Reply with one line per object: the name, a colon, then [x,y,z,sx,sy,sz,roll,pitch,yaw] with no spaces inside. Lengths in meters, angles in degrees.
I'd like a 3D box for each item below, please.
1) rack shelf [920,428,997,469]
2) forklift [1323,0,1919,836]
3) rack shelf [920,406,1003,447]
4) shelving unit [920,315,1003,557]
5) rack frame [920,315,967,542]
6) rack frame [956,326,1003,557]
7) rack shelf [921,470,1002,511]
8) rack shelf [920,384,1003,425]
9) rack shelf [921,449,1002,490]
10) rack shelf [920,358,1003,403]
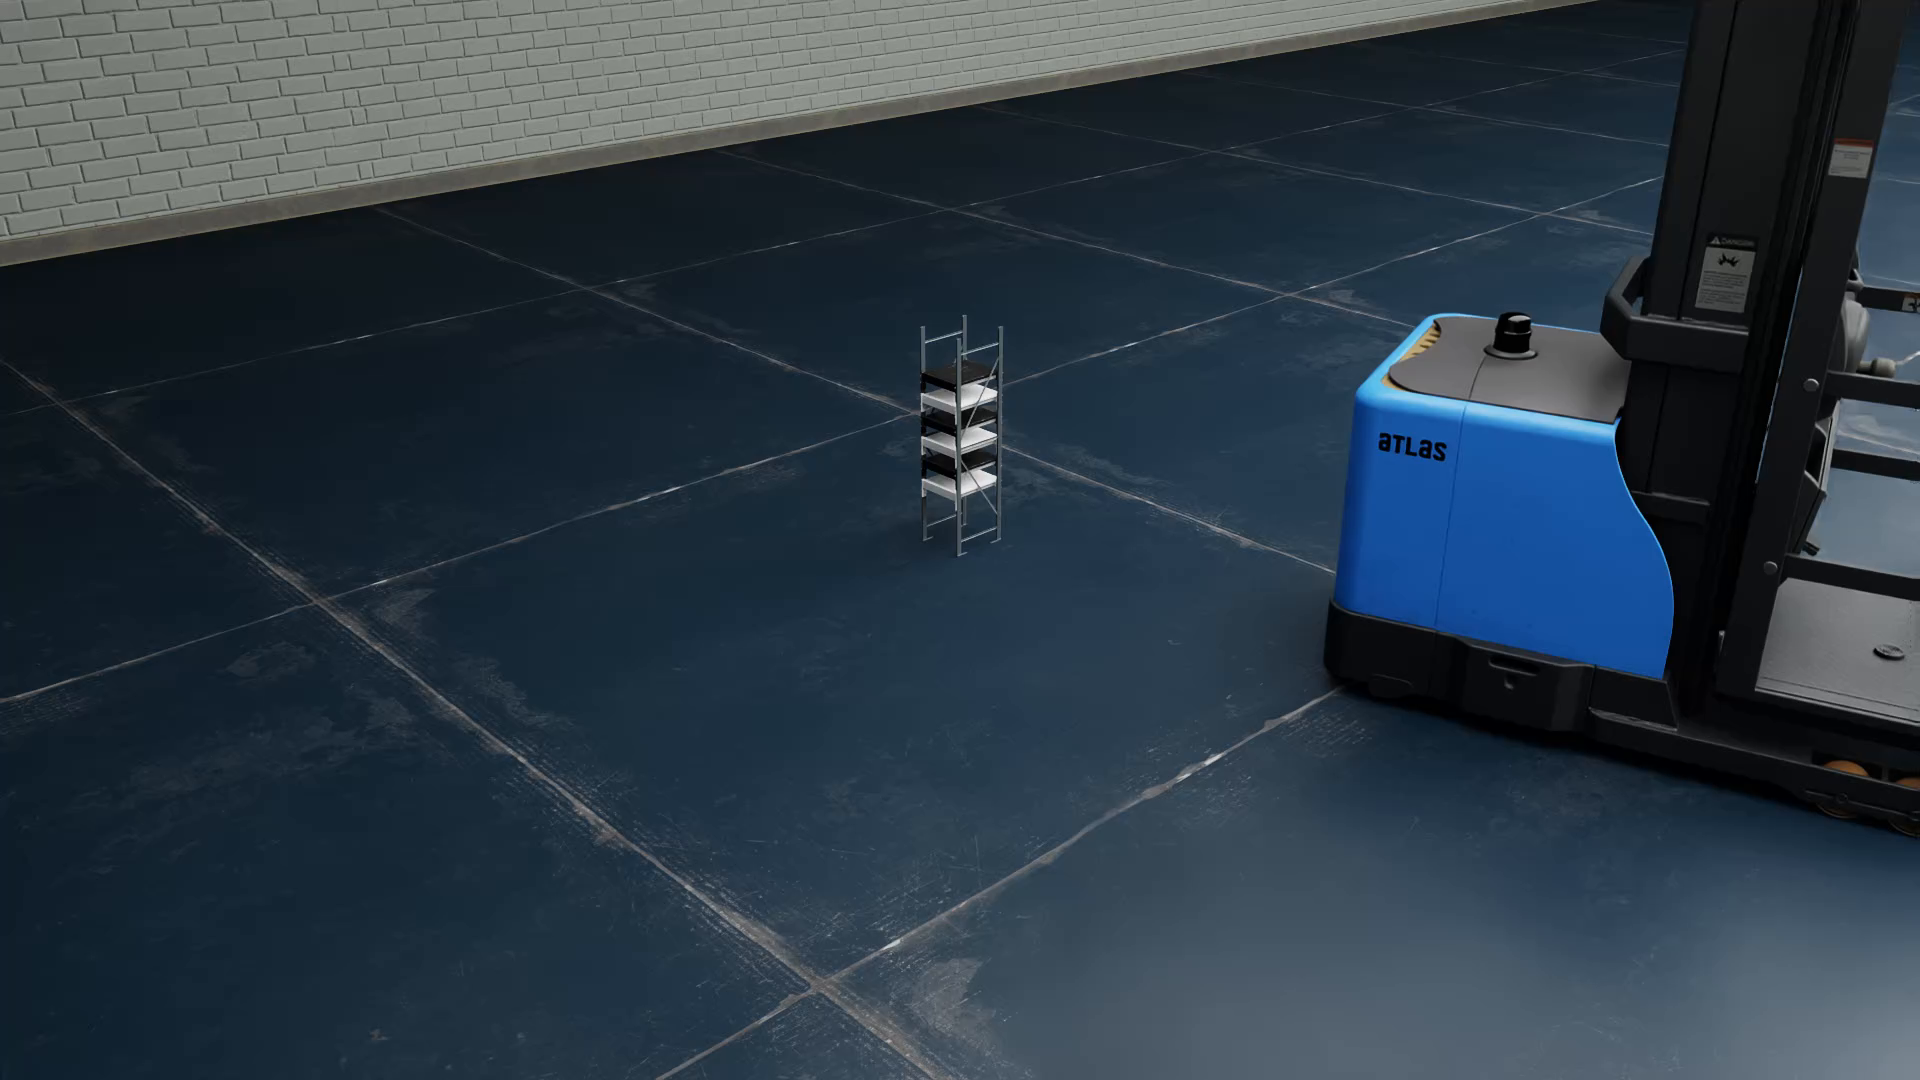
rack shelf: [0.006,-0.377,6.572,0.258,0.077,0.200,-21,32,-38]
forklift: [2.780,-0.722,4.800,3.031,2.935,1.130,13,27,26]
rack shelf: [0.006,-0.458,6.534,0.258,0.077,0.200,-21,32,-38]
shelving unit: [0.006,-0.407,6.558,0.258,0.900,0.210,-21,32,-38]
rack frame: [-0.064,-0.438,6.625,0.240,0.900,0.006,-21,32,-38]
rack frame: [0.075,-0.376,6.490,0.240,0.900,0.006,-21,32,-38]
rack shelf: [0.006,-0.213,6.646,0.258,0.077,0.200,-21,32,-38]
rack shelf: [0.006,-0.540,6.497,0.258,0.077,0.200,-21,32,-38]
rack shelf: [0.006,-0.295,6.609,0.258,0.077,0.200,-21,32,-38]
rack shelf: [0.006,-0.622,6.460,0.258,0.077,0.200,-21,32,-38]
